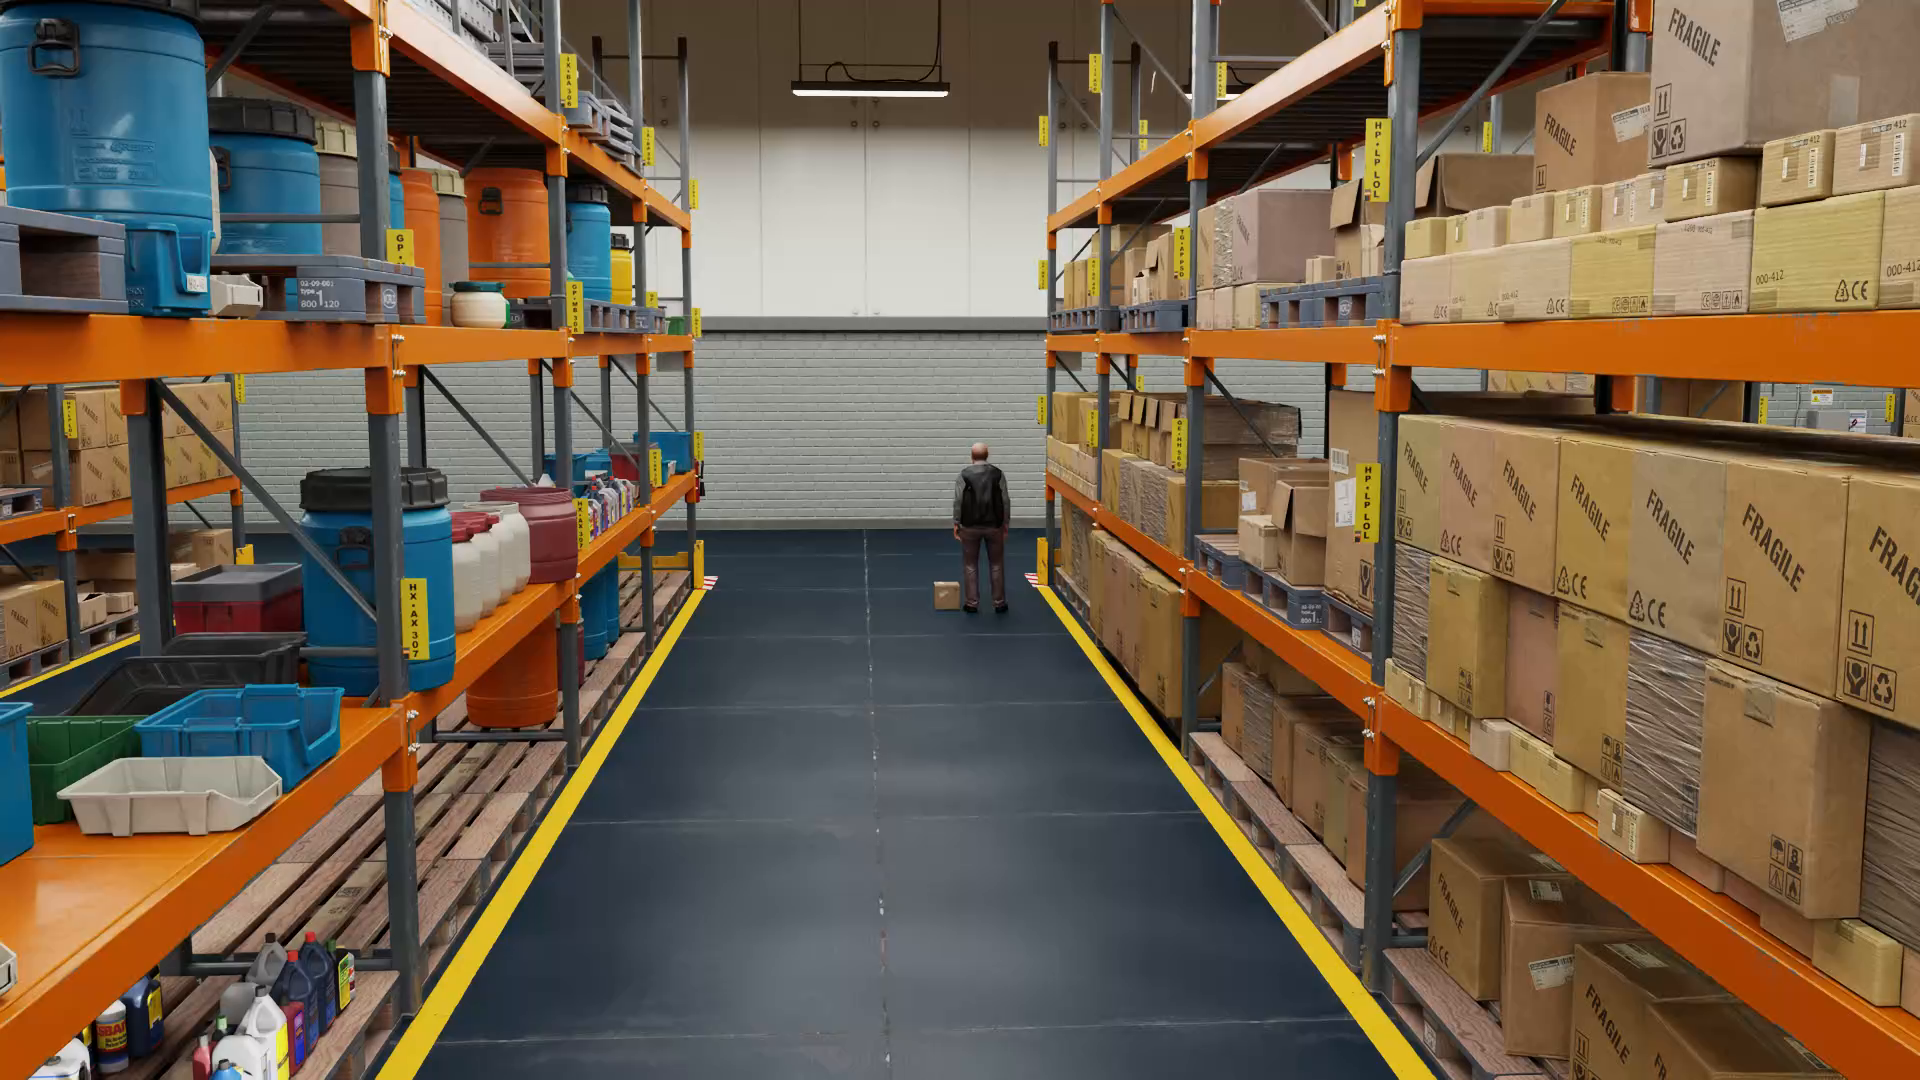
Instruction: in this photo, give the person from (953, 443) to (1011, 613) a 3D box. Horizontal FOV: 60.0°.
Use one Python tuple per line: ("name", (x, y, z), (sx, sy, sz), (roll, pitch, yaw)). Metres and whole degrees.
("person", (0.225, -0.125, 16.888), (0.588, 1.721, 0.411), (-1, 7, -5))
